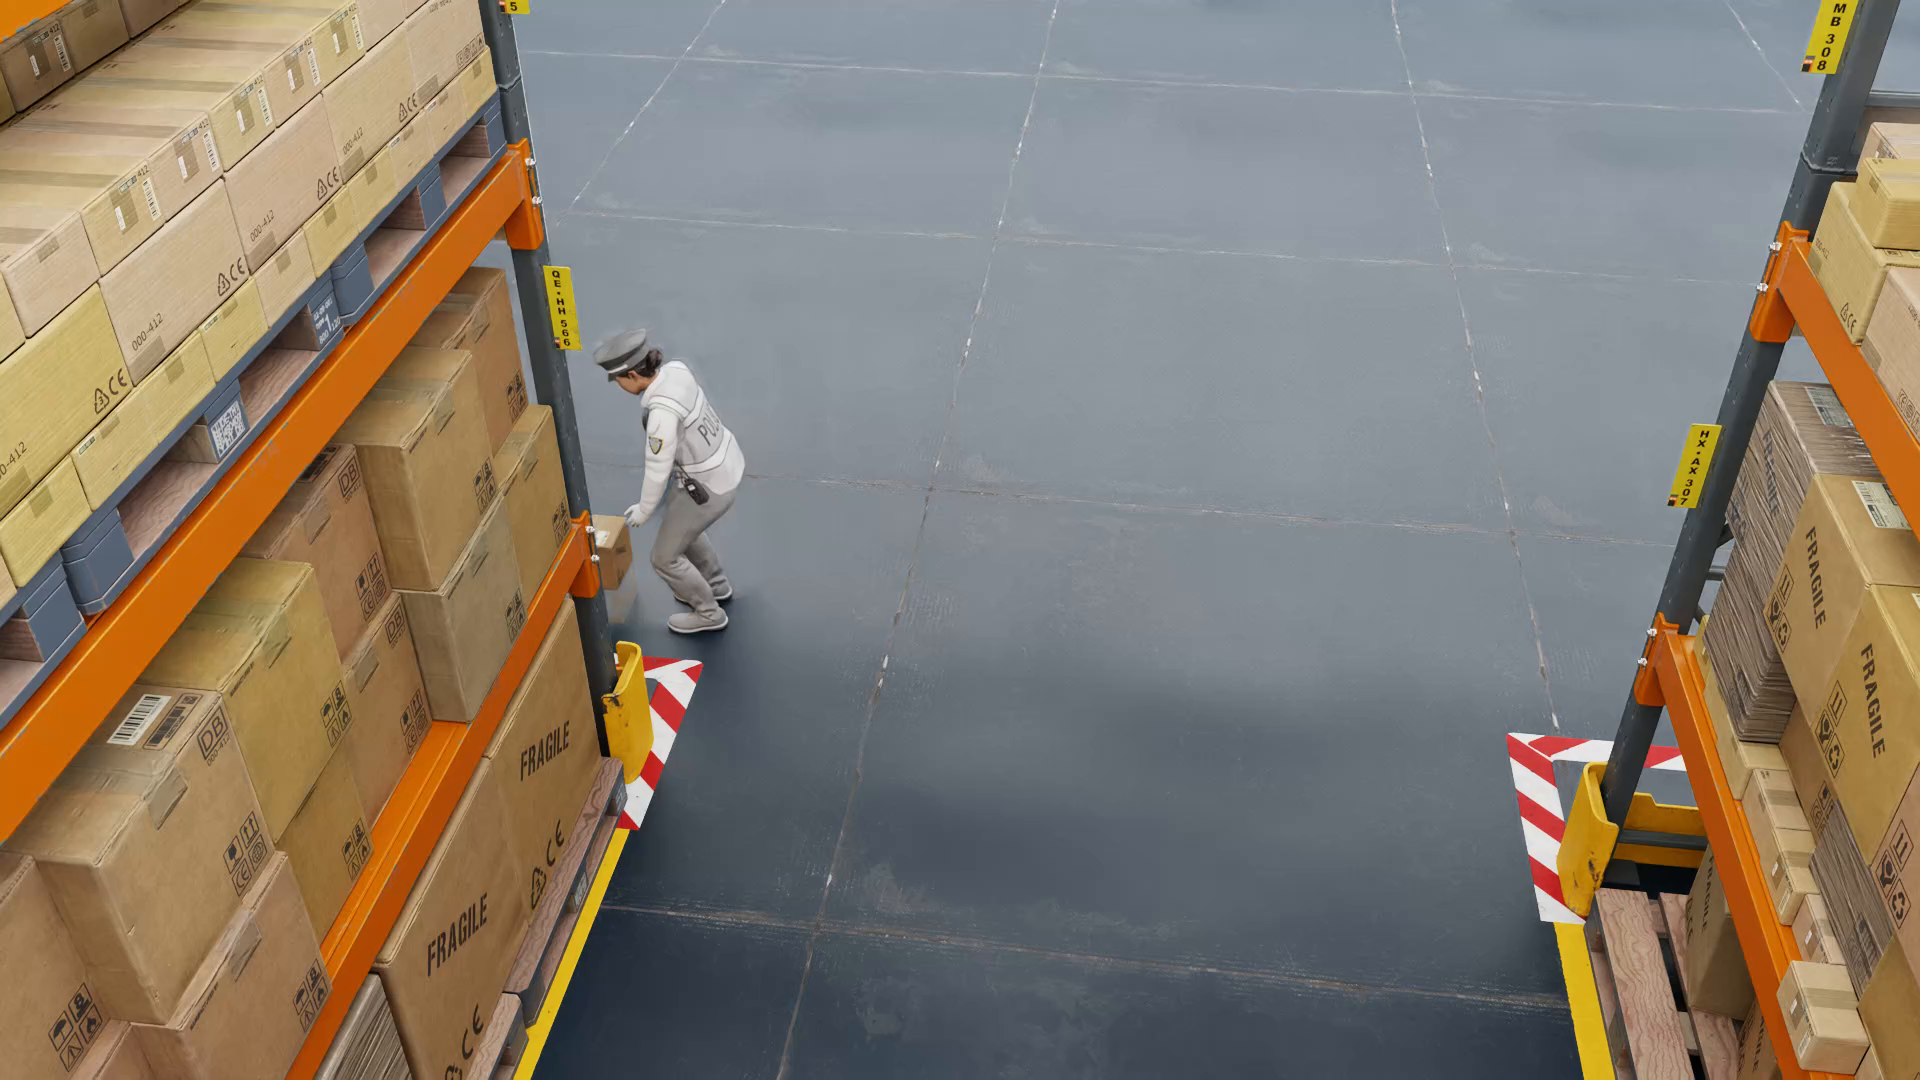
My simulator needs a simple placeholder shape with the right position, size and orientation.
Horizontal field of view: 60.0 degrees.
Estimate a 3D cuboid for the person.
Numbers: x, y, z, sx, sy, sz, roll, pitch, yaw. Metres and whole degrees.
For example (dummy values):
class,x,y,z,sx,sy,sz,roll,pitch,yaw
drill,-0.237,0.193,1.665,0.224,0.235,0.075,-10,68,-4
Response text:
class,x,y,z,sx,sy,sz,roll,pitch,yaw
person,-1.274,-0.249,7.508,0.591,1.522,0.526,2,36,3
